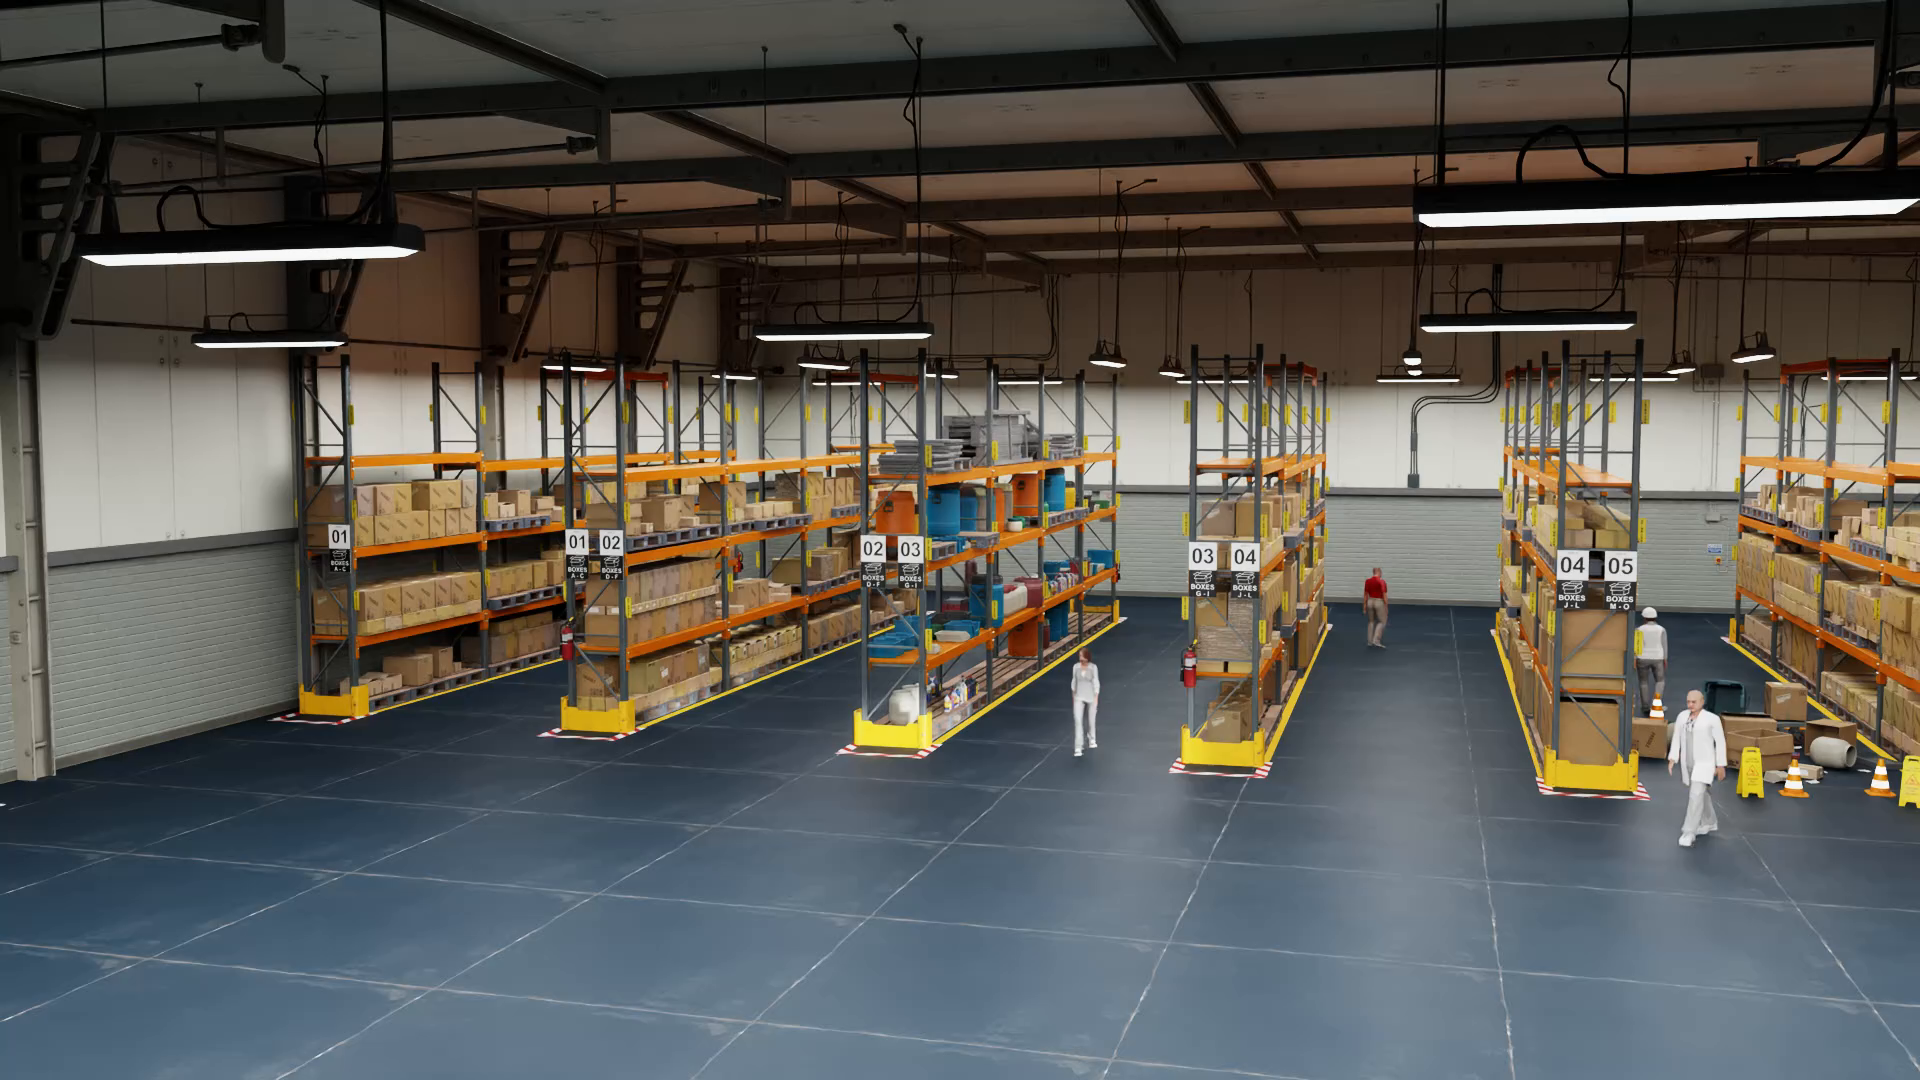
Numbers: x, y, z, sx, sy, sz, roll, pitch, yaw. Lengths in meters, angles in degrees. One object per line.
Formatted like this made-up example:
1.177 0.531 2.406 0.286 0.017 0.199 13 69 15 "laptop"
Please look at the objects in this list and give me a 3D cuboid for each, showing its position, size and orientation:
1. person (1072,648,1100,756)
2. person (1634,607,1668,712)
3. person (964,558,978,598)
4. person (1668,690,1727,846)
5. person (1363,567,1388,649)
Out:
1.853 2.362 24.580 0.436 1.547 0.908 1 4 12 "person"
11.645 2.023 28.056 0.566 1.769 0.537 1 4 15 "person"
0.234 1.115 40.643 0.546 1.678 0.638 -1 4 -7 "person"
8.652 2.639 19.583 0.967 1.742 0.610 -2 5 -27 "person"
8.984 1.461 35.959 0.462 1.768 0.594 -4 6 -41 "person"
